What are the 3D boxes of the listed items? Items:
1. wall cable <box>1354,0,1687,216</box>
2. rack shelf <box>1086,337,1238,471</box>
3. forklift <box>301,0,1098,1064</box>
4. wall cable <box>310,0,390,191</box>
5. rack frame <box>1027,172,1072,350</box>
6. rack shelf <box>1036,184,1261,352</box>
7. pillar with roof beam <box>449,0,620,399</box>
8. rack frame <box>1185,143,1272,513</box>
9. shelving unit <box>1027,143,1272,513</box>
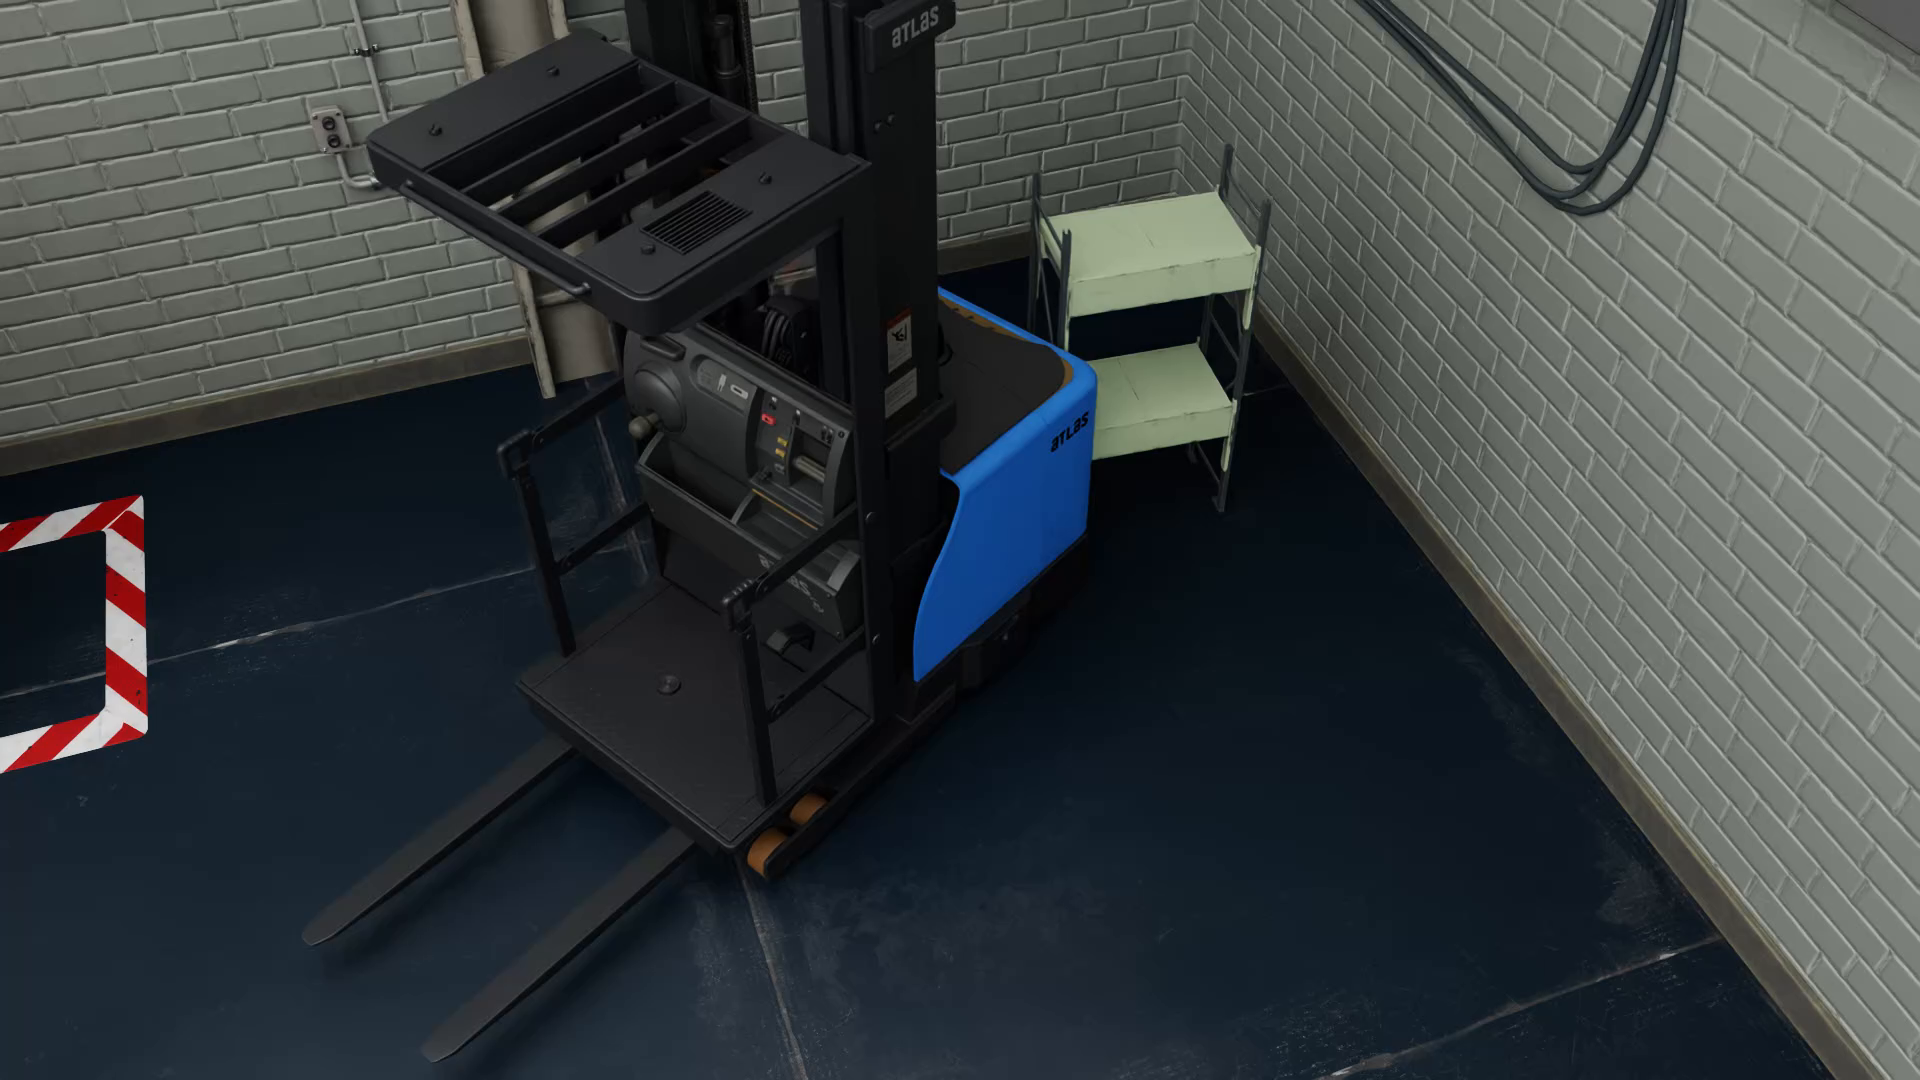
[{"bbox_3d":[1.484,-2.753,5.332,0.112,2.526,3.097,-14,47,-14],"label":"wall cable"},{"bbox_3d":[0.675,-0.485,6.635,0.720,0.370,0.431,-11,46,-10],"label":"rack shelf"},{"bbox_3d":[-0.833,-0.305,4.985,1.130,2.935,3.031,31,53,27],"label":"forklift"},{"bbox_3d":[-3.074,-1.906,5.814,1.851,1.984,0.084,-14,47,-14],"label":"wall cable"},{"bbox_3d":[0.321,-0.650,6.339,0.023,1.500,0.400,-11,46,-10],"label":"rack frame"},{"bbox_3d":[0.675,-0.991,6.128,0.720,0.370,0.431,-11,46,-10],"label":"rack shelf"},{"bbox_3d":[-0.249,-1.084,1.477,0.400,9.000,9.100,-14,47,-14],"label":"pillar with roof beam"},{"bbox_3d":[1.029,-0.782,6.470,0.023,1.500,0.400,-11,46,-10],"label":"rack frame"},{"bbox_3d":[0.675,-0.716,6.404,0.755,1.500,0.431,-11,46,-10],"label":"shelving unit"}]
